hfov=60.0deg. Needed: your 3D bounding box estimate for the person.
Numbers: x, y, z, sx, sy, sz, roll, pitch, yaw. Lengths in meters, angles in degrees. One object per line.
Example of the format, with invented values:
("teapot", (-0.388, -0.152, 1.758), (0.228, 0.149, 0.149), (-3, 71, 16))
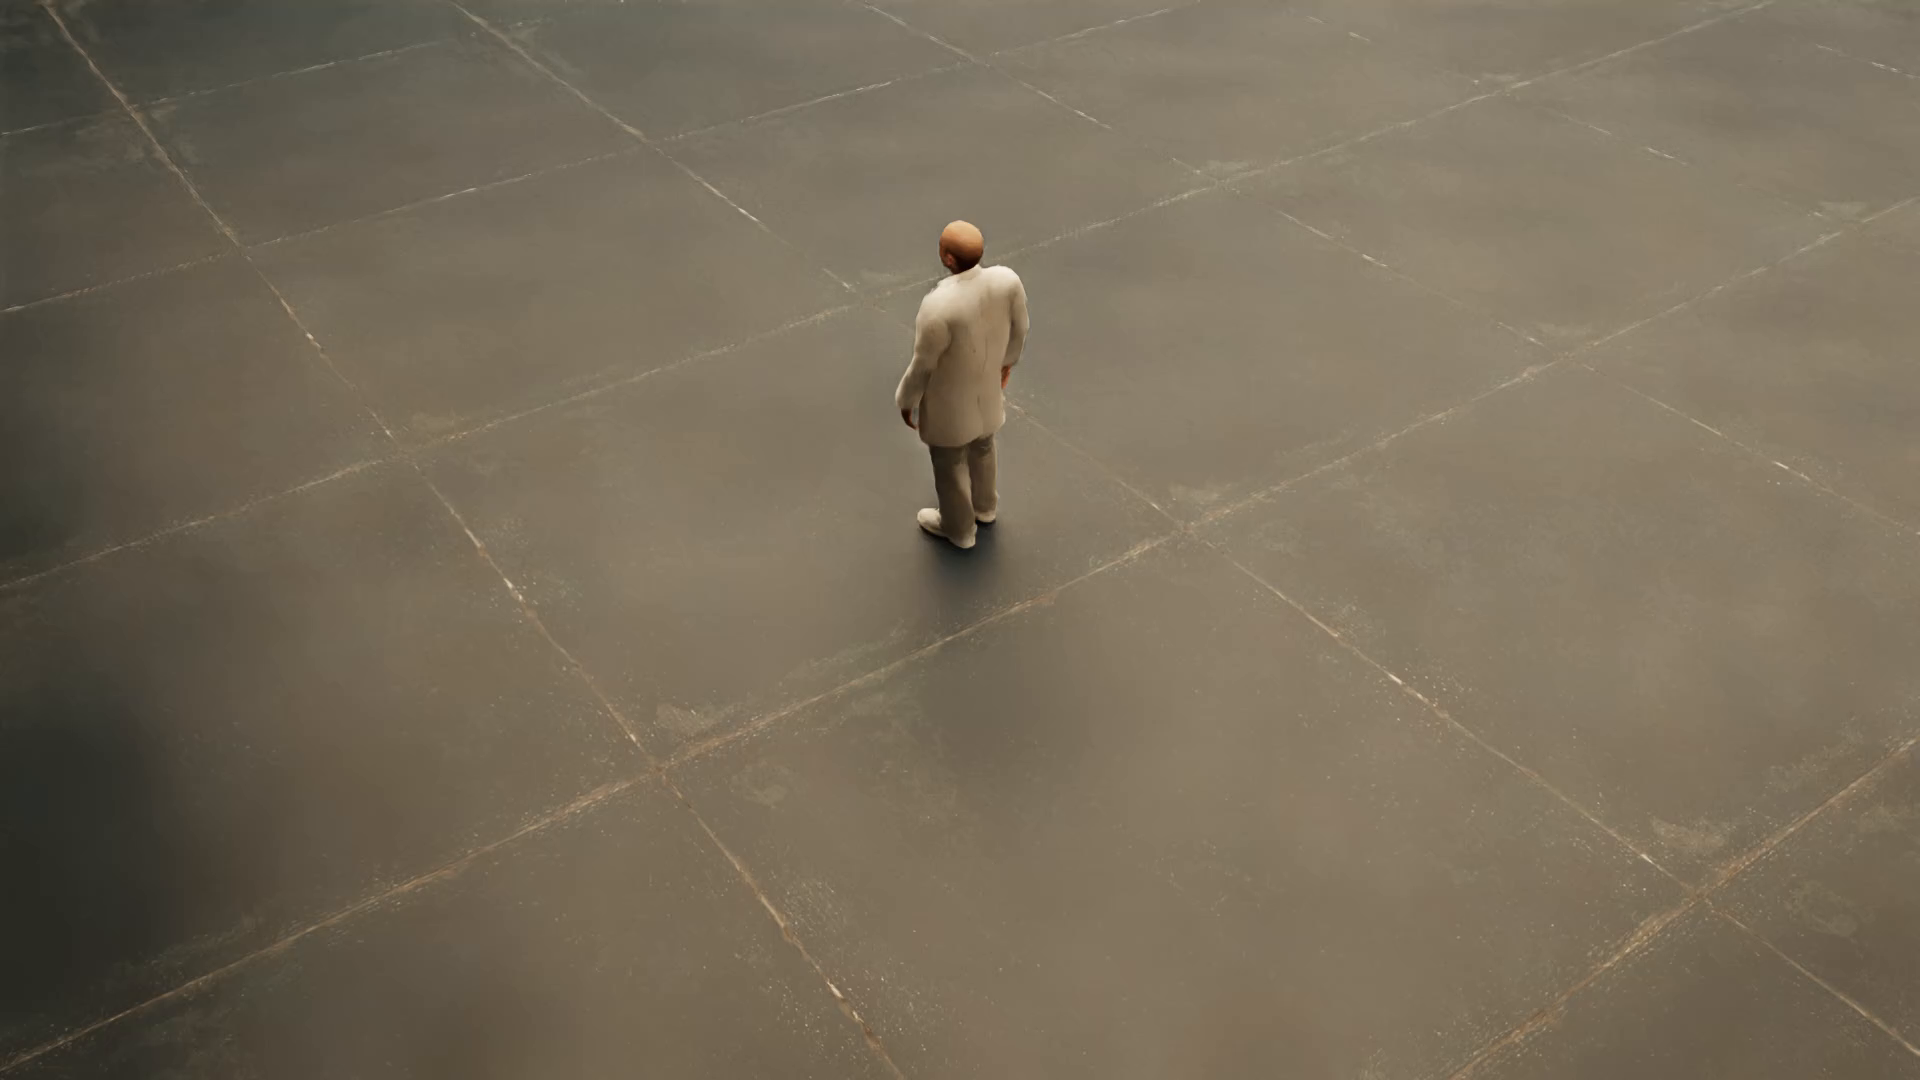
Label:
("person", (-0.049, -0.766, 7.939), (0.694, 1.776, 0.579), (-23, 42, -28))
